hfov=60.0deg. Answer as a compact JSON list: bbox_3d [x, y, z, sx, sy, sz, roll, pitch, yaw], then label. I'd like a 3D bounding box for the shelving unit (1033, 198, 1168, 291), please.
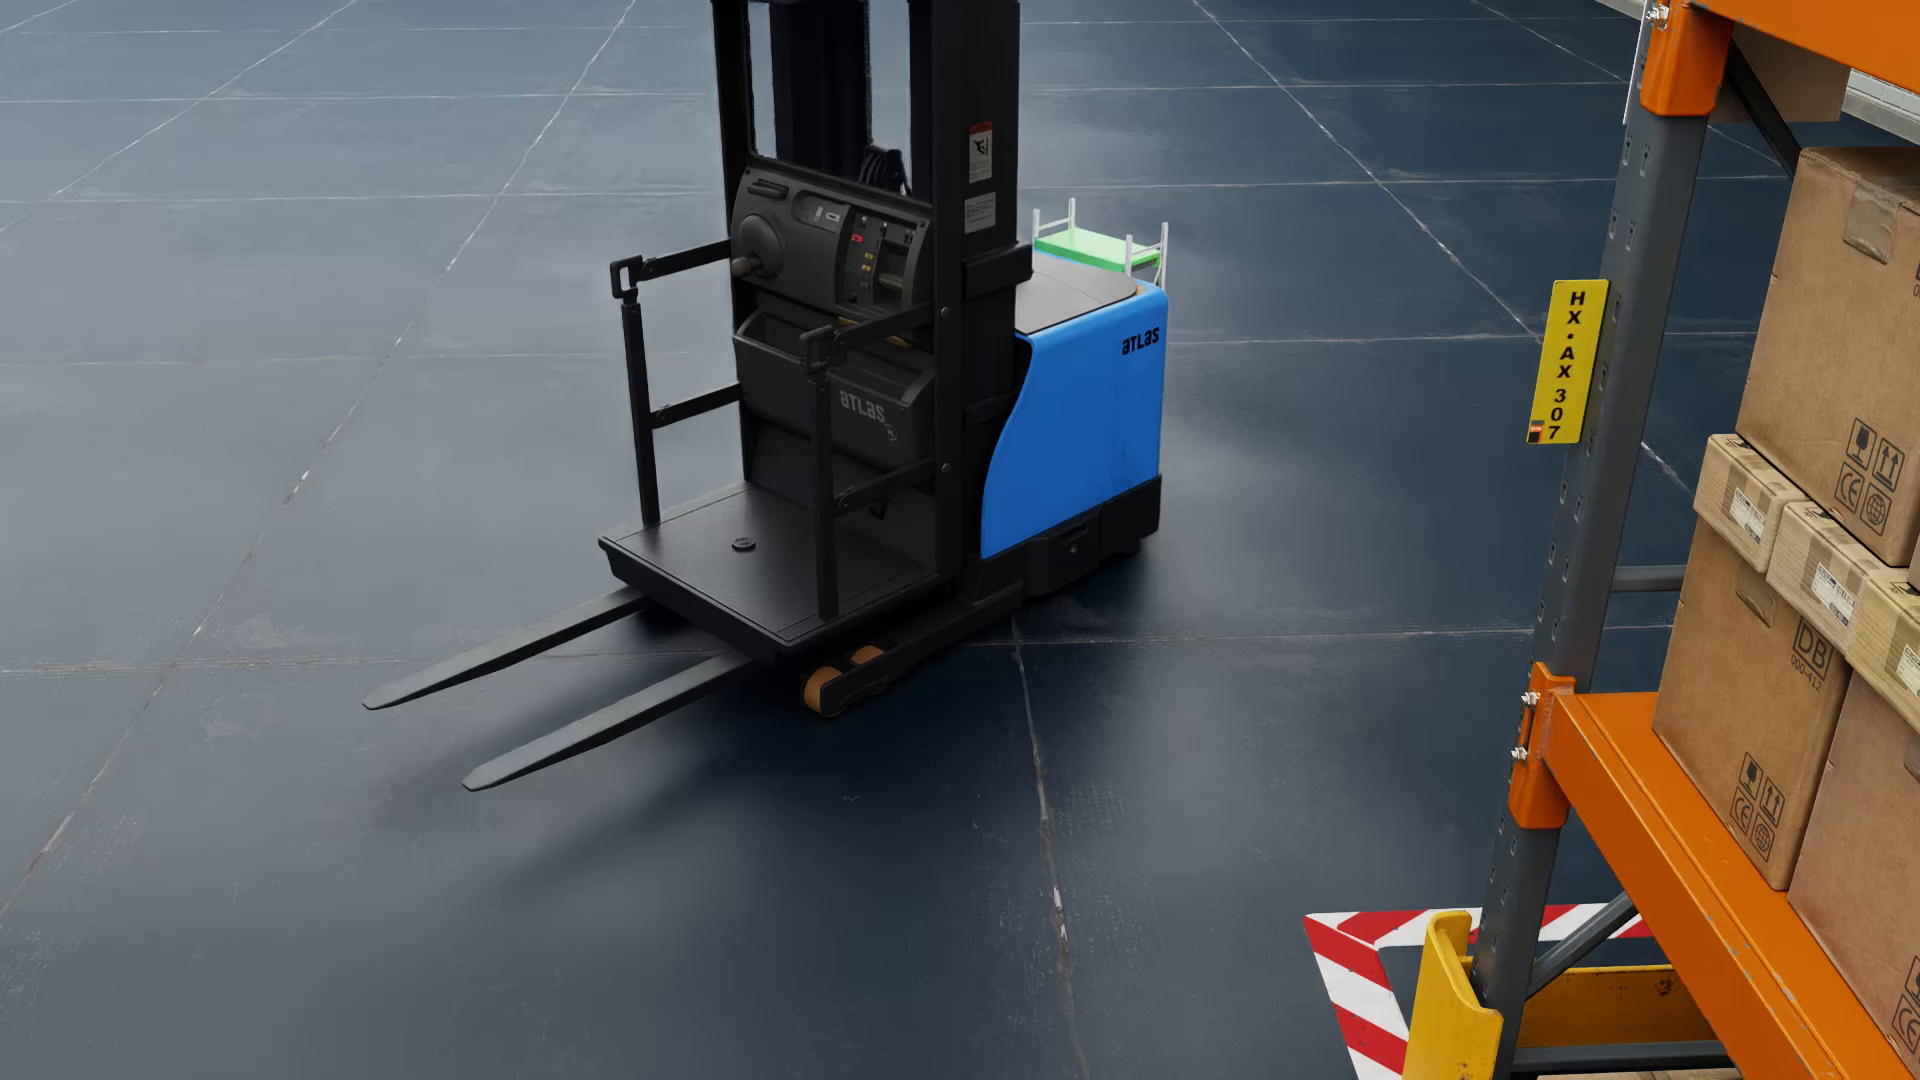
[{"bbox_3d":[0.558,-0.759,6.908,0.503,1.200,0.258,25,36,39],"label":"shelving unit"}]

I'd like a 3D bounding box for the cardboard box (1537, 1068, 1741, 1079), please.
[{"bbox_3d":[1.498,1.363,3.411,0.500,0.250,0.500,-1,28,-3],"label":"cardboard box"}]

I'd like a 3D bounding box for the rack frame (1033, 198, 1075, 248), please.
[{"bbox_3d":[0.386,-0.839,7.061,0.015,1.200,0.240,25,36,39],"label":"rack frame"}]

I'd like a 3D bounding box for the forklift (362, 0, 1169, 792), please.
[{"bbox_3d":[-0.596,-0.973,5.445,1.130,2.935,3.031,25,36,39],"label":"forklift"}]

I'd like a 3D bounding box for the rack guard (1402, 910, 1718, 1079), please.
[{"bbox_3d":[1.691,1.175,3.957,1.175,0.500,0.348,-1,28,-3],"label":"rack guard"}]

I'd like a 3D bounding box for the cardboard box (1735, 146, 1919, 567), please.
[{"bbox_3d":[1.707,-0.302,2.574,0.700,0.500,0.500,-1,28,-2],"label":"cardboard box"}]

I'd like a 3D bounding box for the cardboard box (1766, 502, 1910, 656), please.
[{"bbox_3d":[1.514,0.054,2.594,0.380,0.149,0.250,-2,28,-4],"label":"cardboard box"}]

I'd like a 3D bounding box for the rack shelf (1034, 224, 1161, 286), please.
[{"bbox_3d":[0.558,-1.128,6.715,0.480,0.148,0.258,25,36,39],"label":"rack shelf"}]

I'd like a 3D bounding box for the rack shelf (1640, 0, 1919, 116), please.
[{"bbox_3d":[1.797,-0.010,1.060,1.077,0.370,4.000,-1,28,-3],"label":"rack shelf"}]

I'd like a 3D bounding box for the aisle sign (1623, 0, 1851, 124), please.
[{"bbox_3d":[1.383,-1.098,2.801,0.394,0.787,0.004,-1,28,-3],"label":"aisle sign"}]

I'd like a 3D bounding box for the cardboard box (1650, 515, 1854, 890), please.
[{"bbox_3d":[1.704,0.249,2.921,0.700,0.500,0.500,-1,28,-3],"label":"cardboard box"}]

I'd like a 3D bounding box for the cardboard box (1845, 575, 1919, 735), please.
[{"bbox_3d":[1.526,0.169,2.373,0.380,0.149,0.250,-1,28,-2],"label":"cardboard box"}]

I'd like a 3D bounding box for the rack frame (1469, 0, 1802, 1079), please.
[{"bbox_3d":[1.696,0.077,3.358,0.949,2.616,0.053,-1,28,-3],"label":"rack frame"}]

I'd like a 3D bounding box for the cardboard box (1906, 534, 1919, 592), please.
[{"bbox_3d":[1.740,-0.059,2.109,0.700,0.500,0.500,-2,28,-4],"label":"cardboard box"}]

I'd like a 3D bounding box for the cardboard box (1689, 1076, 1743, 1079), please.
[{"bbox_3d":[1.526,1.262,2.795,0.500,0.500,0.500,-1,28,-3],"label":"cardboard box"}]

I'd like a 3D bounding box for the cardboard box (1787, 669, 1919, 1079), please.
[{"bbox_3d":[1.736,0.491,2.456,0.700,0.500,0.500,-1,28,-1],"label":"cardboard box"}]

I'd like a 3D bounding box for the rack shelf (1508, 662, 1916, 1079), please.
[{"bbox_3d":[1.797,1.320,1.753,1.077,0.370,4.000,-1,28,-3],"label":"rack shelf"}]

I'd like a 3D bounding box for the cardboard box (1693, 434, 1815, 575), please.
[{"bbox_3d":[1.498,-0.068,2.827,0.380,0.149,0.250,-2,28,-3],"label":"cardboard box"}]

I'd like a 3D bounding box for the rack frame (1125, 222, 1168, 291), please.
[{"bbox_3d":[0.731,-0.679,6.755,0.015,1.200,0.240,25,36,39],"label":"rack frame"}]

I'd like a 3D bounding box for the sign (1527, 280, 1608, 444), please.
[{"bbox_3d":[1.138,-0.331,3.119,0.100,0.325,0.005,-1,28,-3],"label":"sign"}]
